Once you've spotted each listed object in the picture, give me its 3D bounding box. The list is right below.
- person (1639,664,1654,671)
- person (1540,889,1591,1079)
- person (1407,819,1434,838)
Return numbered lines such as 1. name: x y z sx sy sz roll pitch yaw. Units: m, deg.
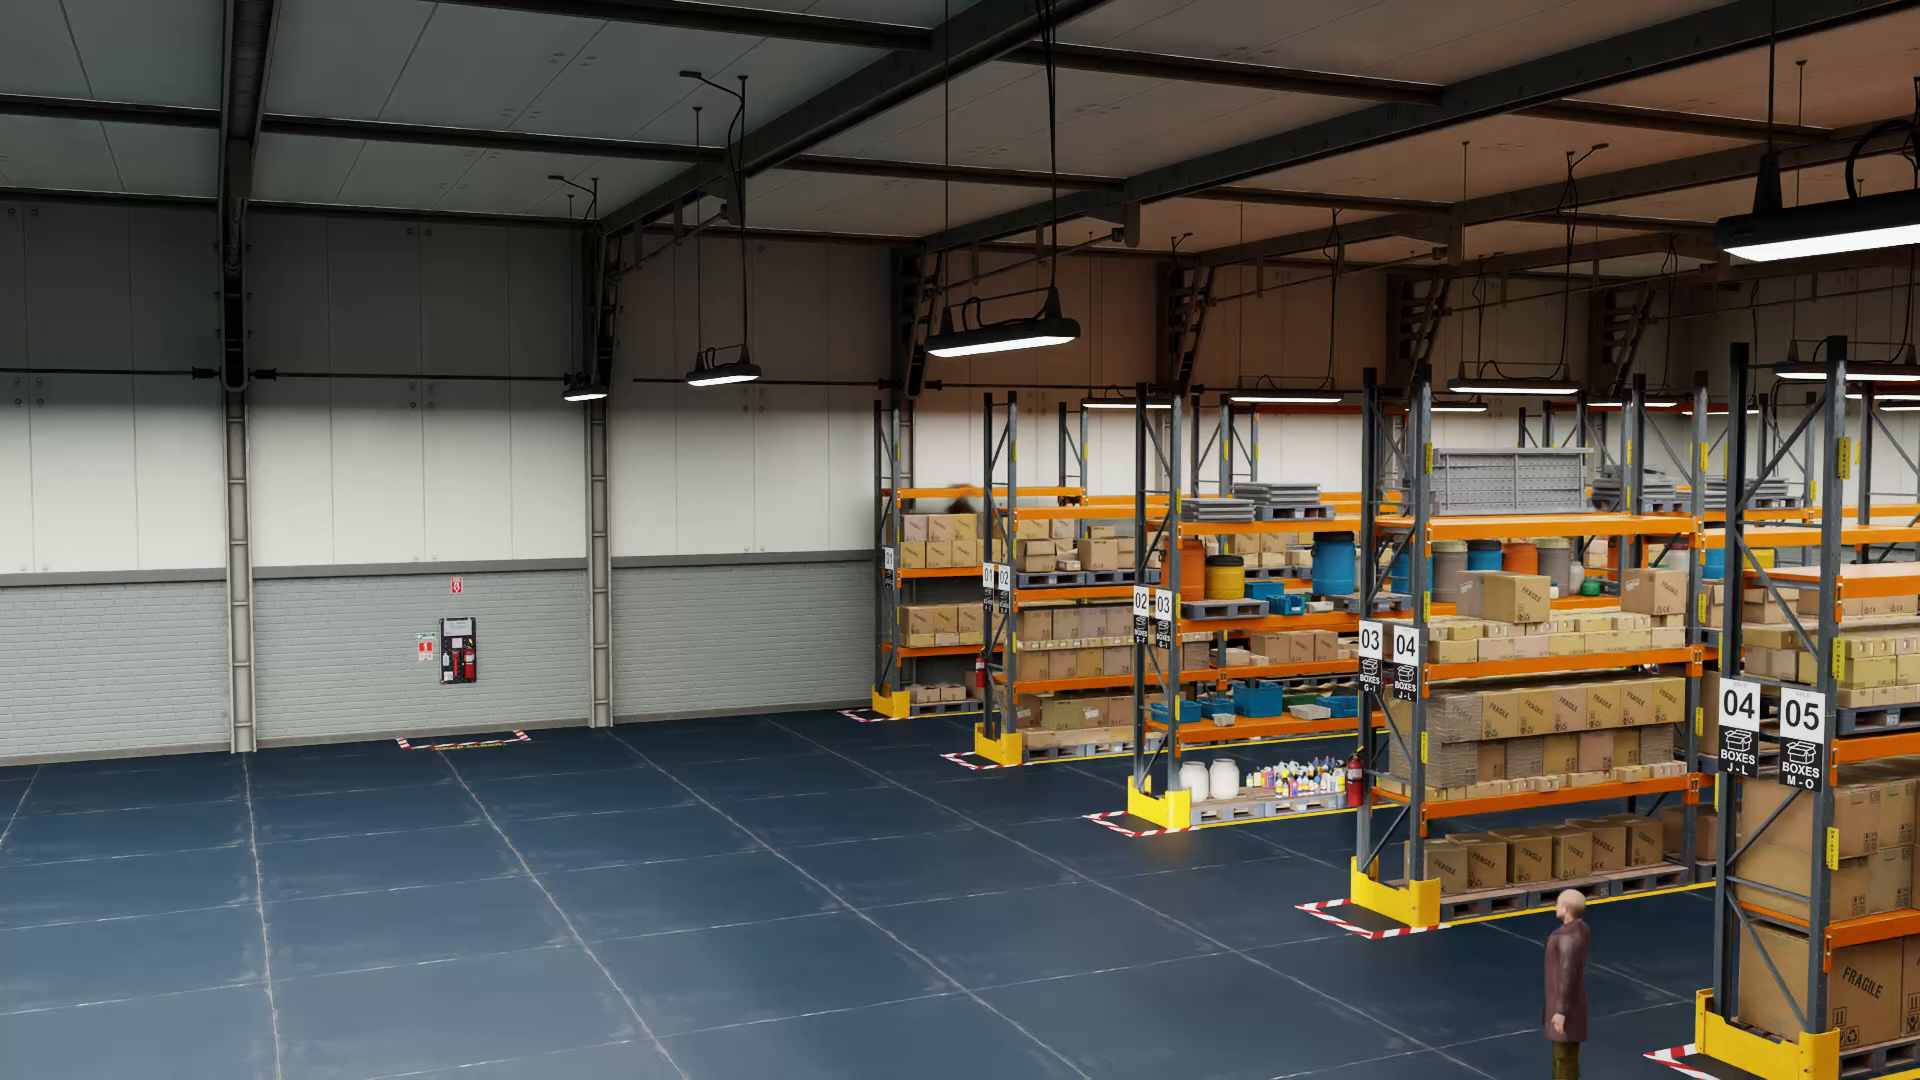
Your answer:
1. person: 11.797 2.613 28.734 0.574 1.760 0.627 -3 4 -39
2. person: 4.557 3.532 12.610 0.428 1.788 0.606 1 3 15
3. person: 6.120 2.986 21.887 0.393 1.795 0.598 1 4 22
